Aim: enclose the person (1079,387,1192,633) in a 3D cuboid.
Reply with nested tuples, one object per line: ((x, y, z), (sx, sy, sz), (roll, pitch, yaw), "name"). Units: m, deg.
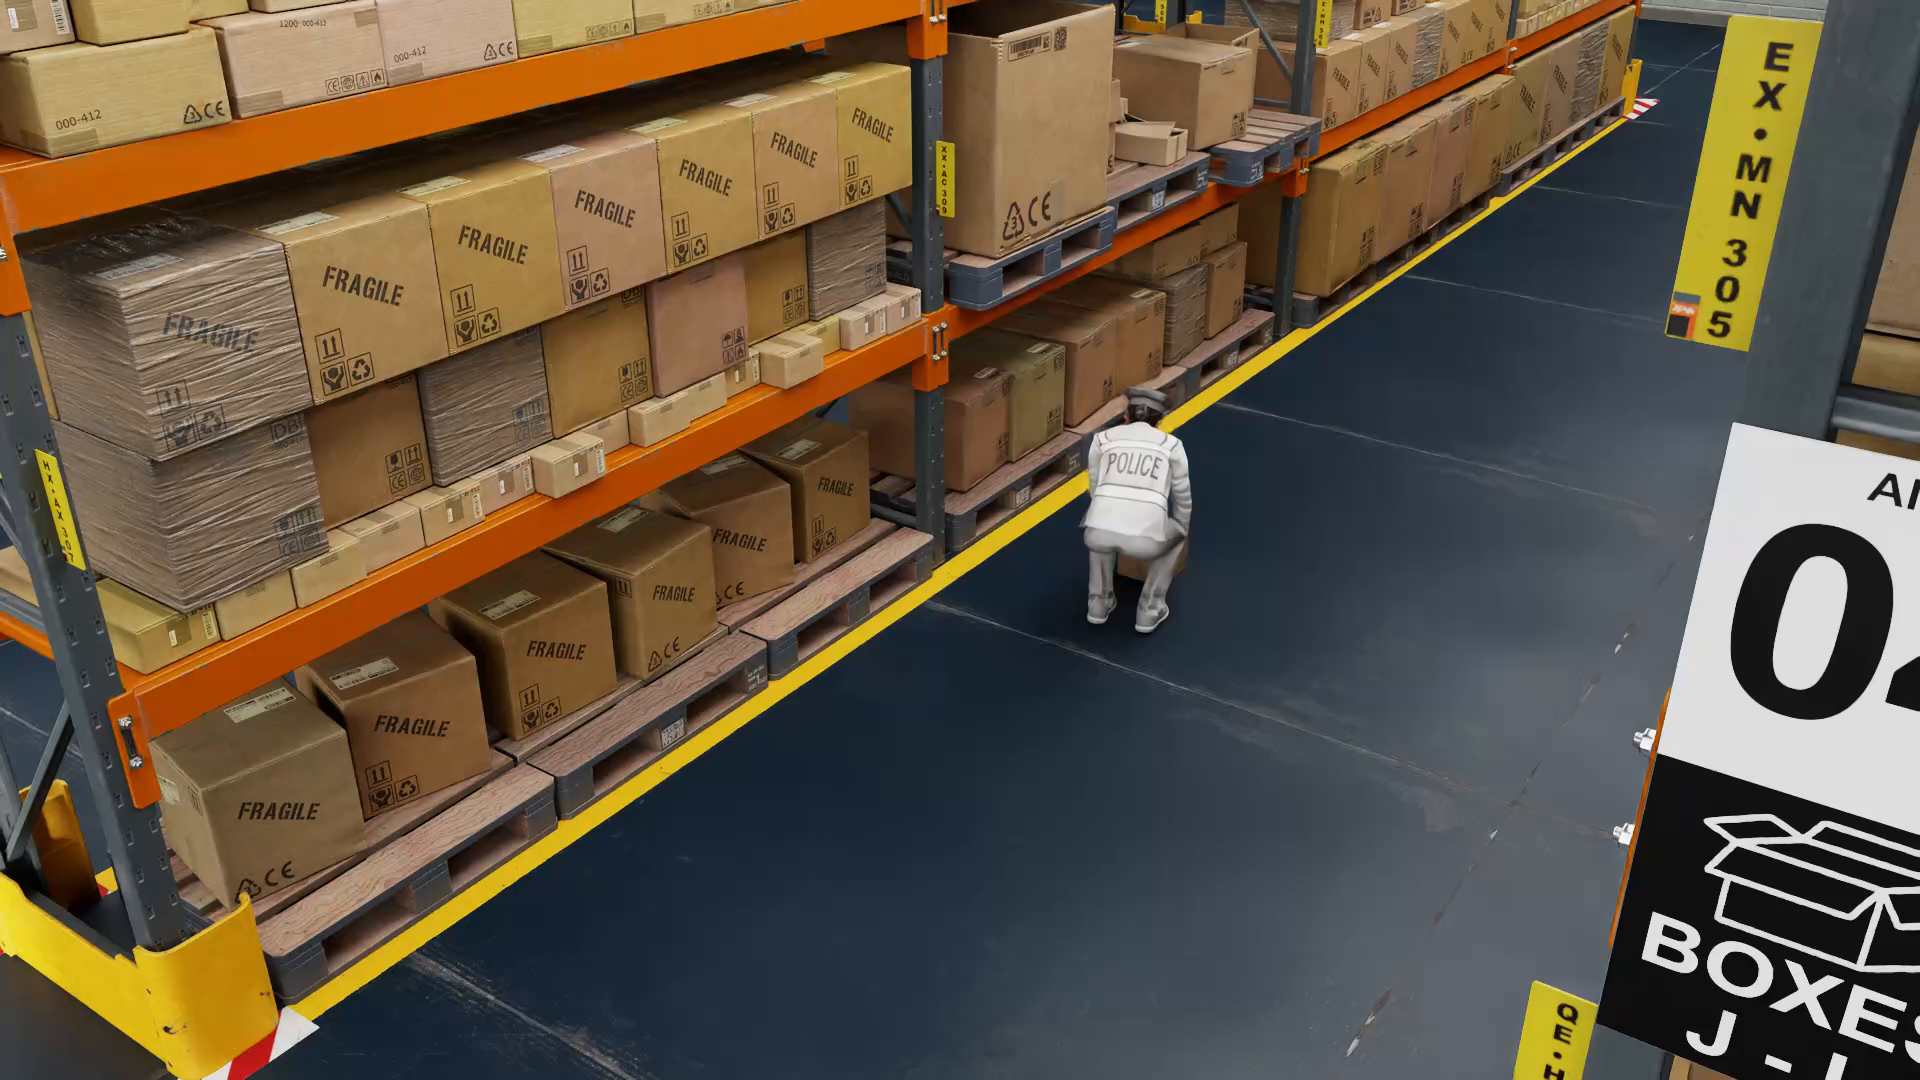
((0.796, -0.143, 7.625), (0.482, 1.005, 0.841), (10, 29, 18), "person")
